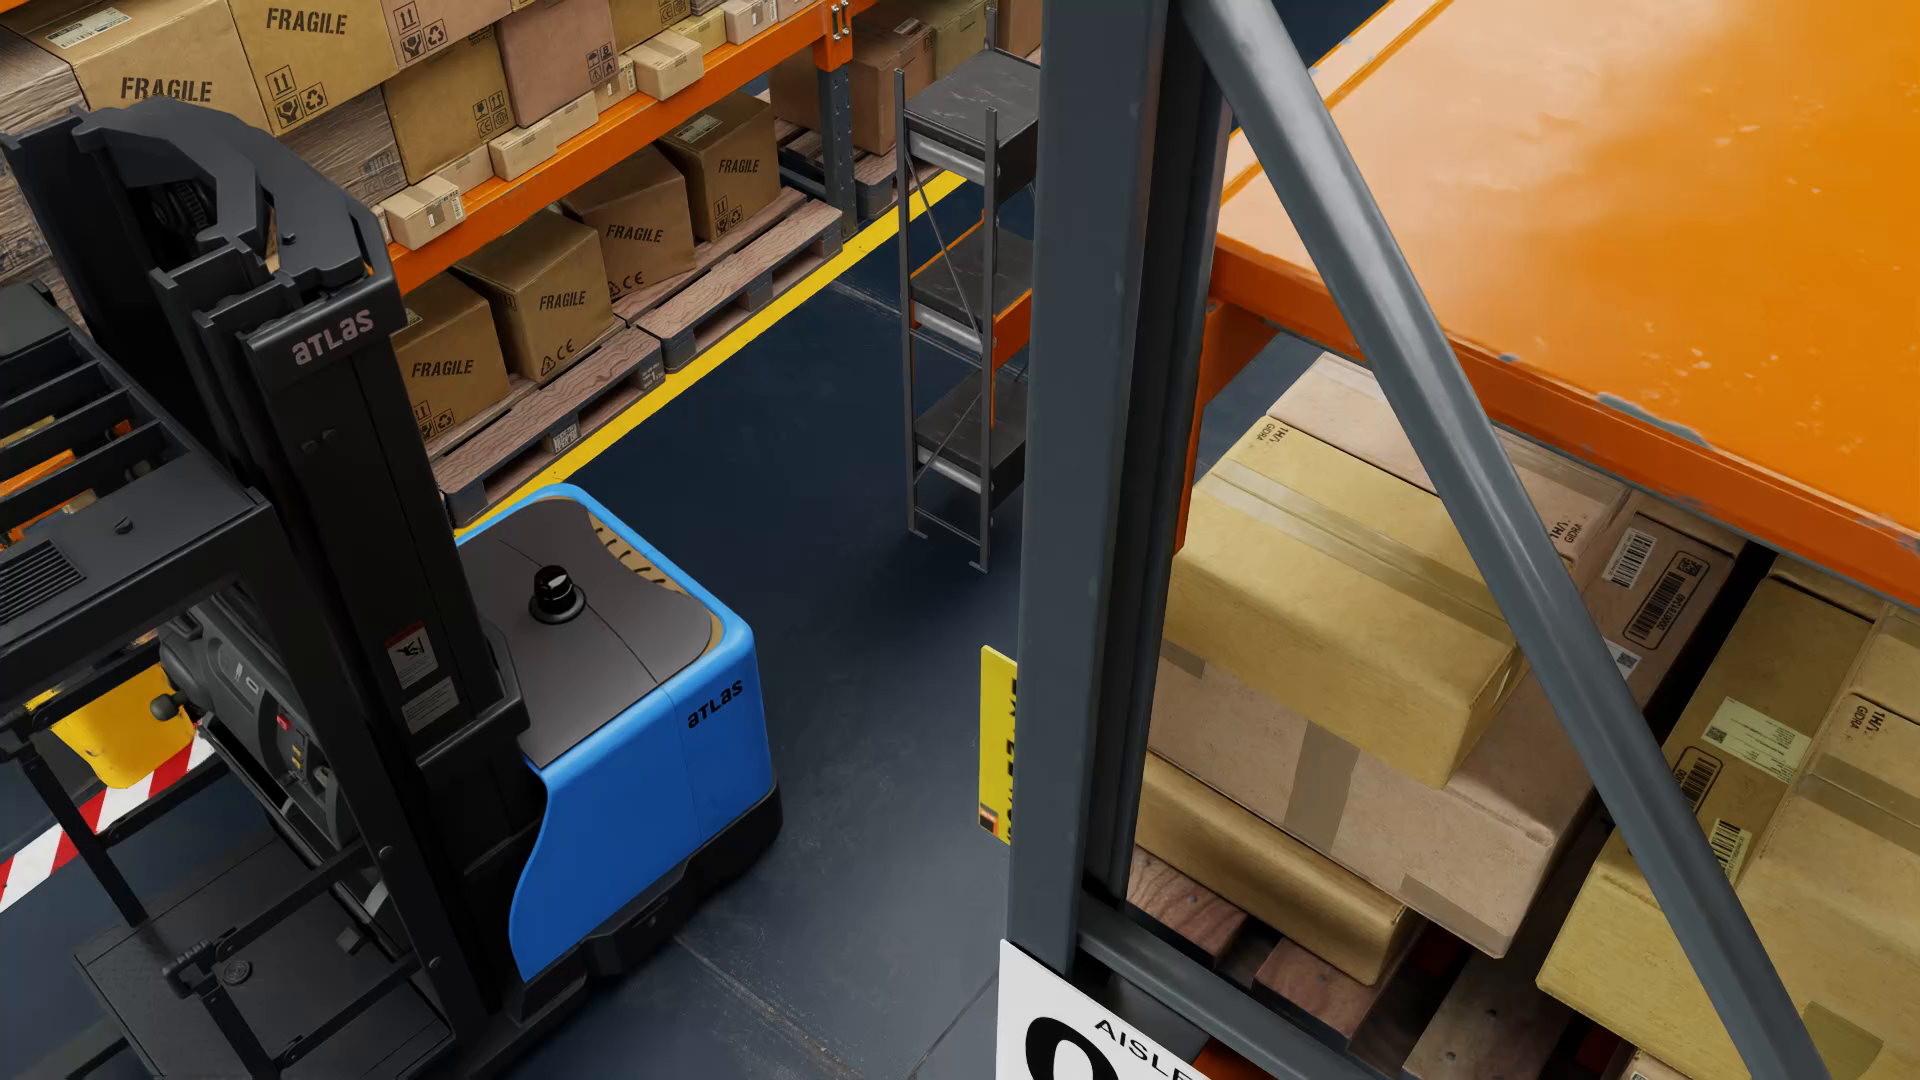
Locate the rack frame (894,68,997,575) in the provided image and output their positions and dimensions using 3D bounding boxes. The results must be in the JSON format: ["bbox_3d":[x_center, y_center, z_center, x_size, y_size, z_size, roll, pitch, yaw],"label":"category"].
[{"bbox_3d":[-0.048,-0.680,5.948,0.400,2.100,0.015,29,53,25],"label":"rack frame"}]

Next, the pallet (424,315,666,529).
[{"bbox_3d":[-2.062,-0.670,7.244,1.003,0.211,1.213,29,53,25],"label":"pallet"}]

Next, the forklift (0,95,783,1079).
[{"bbox_3d":[-2.000,0.520,4.226,1.130,2.935,3.031,35,56,29],"label":"forklift"}]

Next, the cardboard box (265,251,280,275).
[{"bbox_3d":[-2.389,-0.979,5.785,0.380,0.149,0.250,29,53,25],"label":"cardboard box"}]

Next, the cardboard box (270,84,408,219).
[{"bbox_3d":[-2.471,-1.491,5.825,0.875,0.500,0.500,29,53,25],"label":"cardboard box"}]

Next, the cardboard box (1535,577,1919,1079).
[{"bbox_3d":[0.982,0.376,1.781,0.500,0.250,0.500,29,53,25],"label":"cardboard box"}]

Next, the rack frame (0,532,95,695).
[{"bbox_3d":[-3.379,-0.445,5.101,1.000,3.000,0.127,29,53,25],"label":"rack frame"}]

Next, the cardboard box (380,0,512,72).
[{"bbox_3d":[-1.911,-1.981,5.601,0.500,0.500,0.500,29,53,25],"label":"cardboard box"}]

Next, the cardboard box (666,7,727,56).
[{"bbox_3d":[-1.193,-2.139,6.893,0.380,0.149,0.250,29,53,25],"label":"cardboard box"}]

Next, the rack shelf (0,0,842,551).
[{"bbox_3d":[-2.157,-1.341,6.454,1.077,0.370,4.000,29,53,25],"label":"rack shelf"}]

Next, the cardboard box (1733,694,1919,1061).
[{"bbox_3d":[0.940,0.351,1.529,0.380,0.149,0.250,30,53,25],"label":"cardboard box"}]

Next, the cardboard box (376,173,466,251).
[{"bbox_3d":[-2.023,-1.232,6.026,0.380,0.149,0.250,29,53,25],"label":"cardboard box"}]

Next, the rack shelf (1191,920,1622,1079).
[{"bbox_3d":[1.707,-0.127,3.220,1.077,0.370,4.000,29,53,25],"label":"rack shelf"}]

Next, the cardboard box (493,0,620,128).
[{"bbox_3d":[-1.817,-2.040,6.350,0.875,0.500,0.500,29,53,25],"label":"cardboard box"}]

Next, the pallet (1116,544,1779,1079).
[{"bbox_3d":[0.929,0.371,2.308,1.003,0.211,1.213,29,53,25],"label":"pallet"}]

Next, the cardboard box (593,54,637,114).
[{"bbox_3d":[-1.515,-1.862,6.628,0.380,0.149,0.250,29,53,25],"label":"cardboard box"}]

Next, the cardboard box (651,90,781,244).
[{"bbox_3d":[-1.210,-1.805,7.838,0.500,0.500,0.500,28,52,24],"label":"cardboard box"}]

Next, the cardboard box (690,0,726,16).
[{"bbox_3d":[-1.258,-2.641,6.924,0.875,0.500,0.500,29,53,25],"label":"cardboard box"}]

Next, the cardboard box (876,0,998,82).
[{"bbox_3d":[-0.235,-2.629,8.612,0.700,0.500,0.500,29,53,25],"label":"cardboard box"}]

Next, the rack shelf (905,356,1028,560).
[{"bbox_3d":[0.101,-0.327,6.597,0.431,0.518,0.480,29,53,25],"label":"rack shelf"}]

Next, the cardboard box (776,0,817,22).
[{"bbox_3d":[-0.833,-2.394,7.137,0.380,0.149,0.250,29,53,25],"label":"cardboard box"}]

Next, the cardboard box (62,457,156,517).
[{"bbox_3d":[-2.984,-0.077,6.187,0.500,0.500,0.500,-33,54,-27],"label":"cardboard box"}]

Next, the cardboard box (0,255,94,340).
[{"bbox_3d":[-3.021,-0.885,5.246,0.875,0.500,0.500,29,53,25],"label":"cardboard box"}]

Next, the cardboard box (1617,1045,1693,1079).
[{"bbox_3d":[0.947,0.622,1.821,0.380,0.149,0.250,30,53,25],"label":"cardboard box"}]

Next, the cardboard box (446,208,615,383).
[{"bbox_3d":[-1.872,-1.084,7.149,0.500,0.500,0.500,25,51,22],"label":"cardboard box"}]

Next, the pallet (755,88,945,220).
[{"bbox_3d":[-0.459,-2.217,8.722,1.003,0.211,1.213,29,53,25],"label":"pallet"}]

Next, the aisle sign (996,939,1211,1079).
[{"bbox_3d":[0.203,0.815,2.099,0.394,0.787,0.004,29,53,25],"label":"aisle sign"}]

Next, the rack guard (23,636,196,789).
[{"bbox_3d":[-3.333,0.375,6.046,1.175,0.500,0.348,29,53,25],"label":"rack guard"}]

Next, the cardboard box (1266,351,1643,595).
[{"bbox_3d":[0.575,-0.084,1.944,0.380,0.149,0.250,29,53,25],"label":"cardboard box"}]

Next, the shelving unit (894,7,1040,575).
[{"bbox_3d":[0.101,-0.820,6.081,0.431,2.100,0.503,29,53,25],"label":"shelving unit"}]

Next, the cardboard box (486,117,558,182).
[{"bbox_3d":[-1.761,-1.543,6.323,0.380,0.149,0.250,29,53,25],"label":"cardboard box"}]

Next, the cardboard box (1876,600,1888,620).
[{"bbox_3d":[1.250,0.061,1.806,0.380,0.149,0.250,28,53,25],"label":"cardboard box"}]

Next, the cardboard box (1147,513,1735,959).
[{"bbox_3d":[0.562,0.135,2.011,0.500,0.250,0.500,30,53,25],"label":"cardboard box"}]

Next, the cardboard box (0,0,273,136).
[{"bbox_3d":[-2.516,-1.405,5.052,0.500,0.500,0.500,29,53,25],"label":"cardboard box"}]
